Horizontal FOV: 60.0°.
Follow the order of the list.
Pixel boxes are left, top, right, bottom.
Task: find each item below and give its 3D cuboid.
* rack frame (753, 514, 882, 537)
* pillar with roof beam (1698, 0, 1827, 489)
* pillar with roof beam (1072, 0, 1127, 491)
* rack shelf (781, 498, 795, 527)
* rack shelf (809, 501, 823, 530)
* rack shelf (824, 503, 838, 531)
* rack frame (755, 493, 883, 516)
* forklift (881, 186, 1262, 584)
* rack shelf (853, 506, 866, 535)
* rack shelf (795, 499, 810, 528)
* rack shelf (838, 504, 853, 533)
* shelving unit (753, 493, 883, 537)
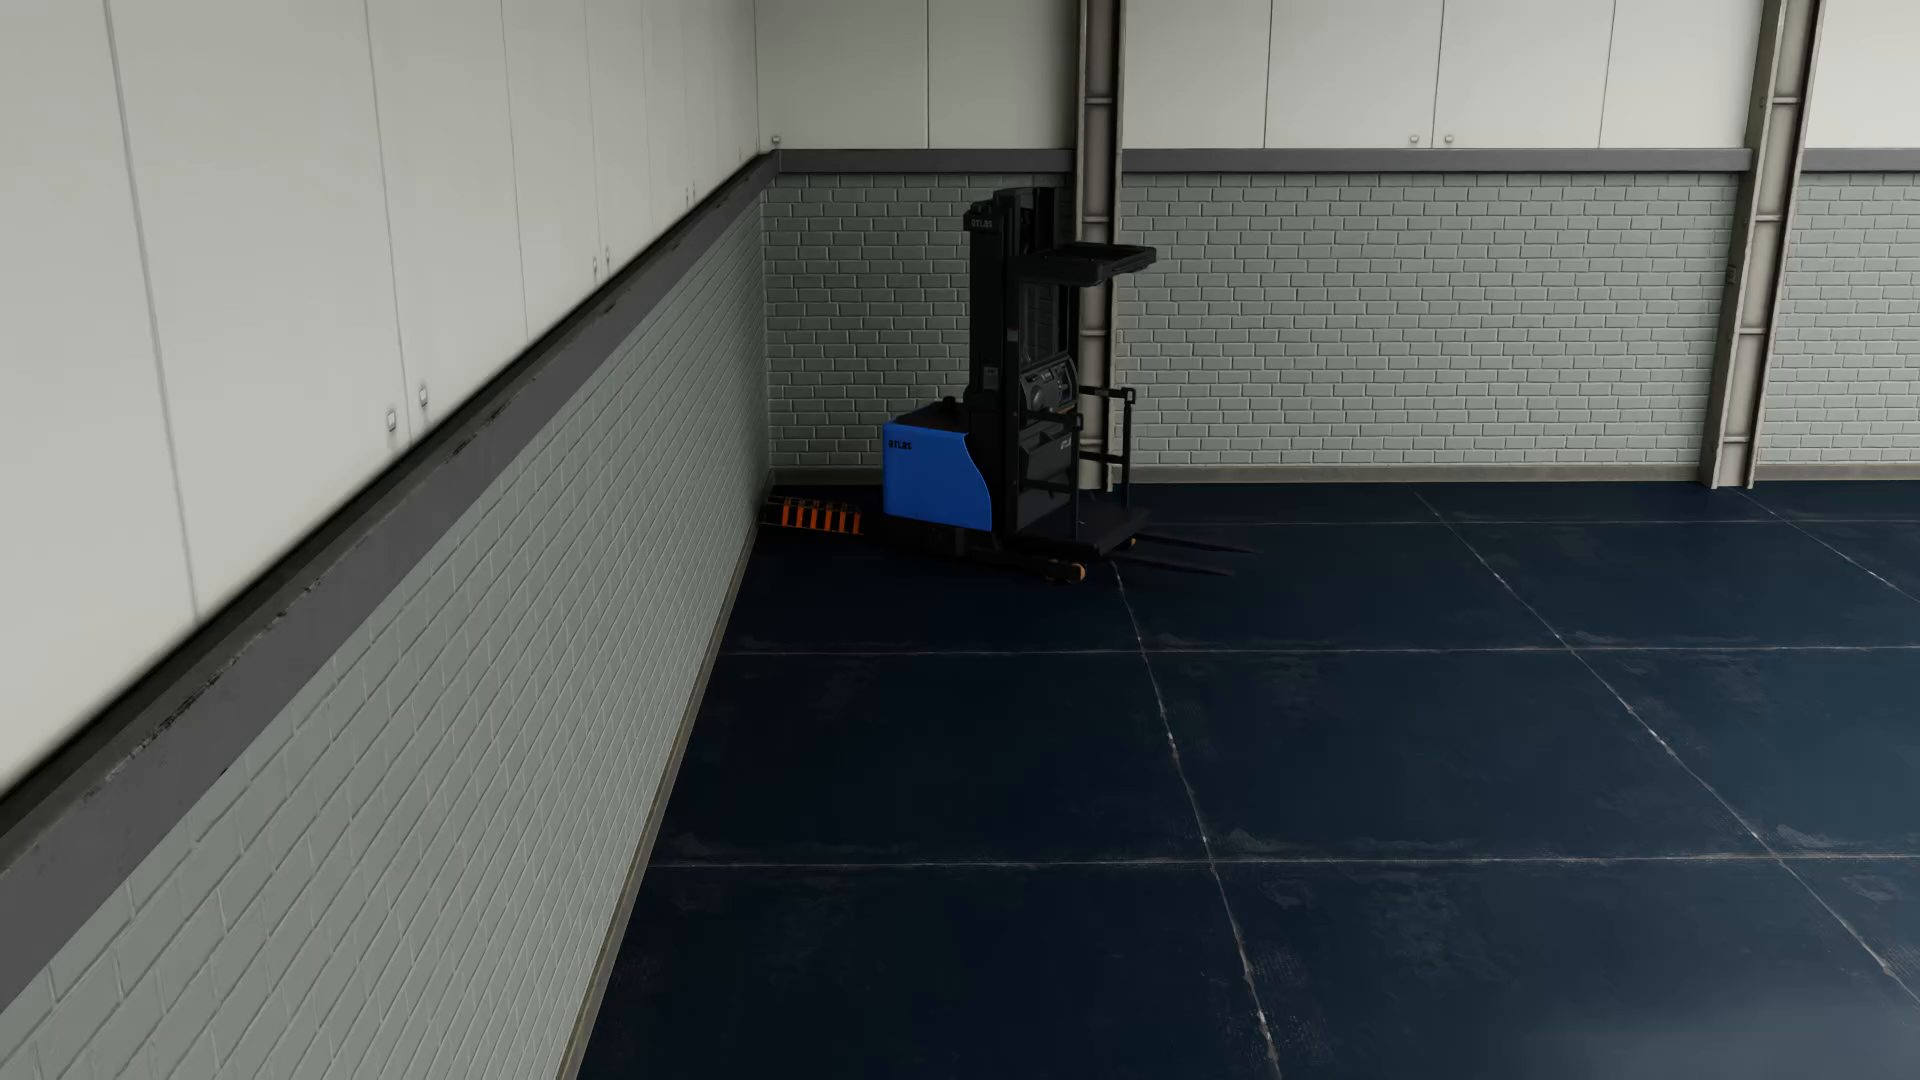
[{"bbox_3d":[-1.148,-0.119,14.142,1.200,0.006,0.240,6,17,-3],"label":"rack frame"},{"bbox_3d":[7.283,-3.497,10.217,0.400,9.000,9.100,0,18,-1],"label":"pillar with roof beam"},{"bbox_3d":[1.283,-3.468,10.127,0.400,9.000,9.100,0,18,-1],"label":"pillar with roof beam"},{"bbox_3d":[-1.449,-0.241,14.096,0.103,0.180,0.258,6,17,-3],"label":"rack shelf"},{"bbox_3d":[-1.211,-0.214,14.110,0.103,0.180,0.258,6,17,-3],"label":"rack shelf"},{"bbox_3d":[-1.092,-0.200,14.117,0.103,0.180,0.258,6,17,-3],"label":"rack shelf"},{"bbox_3d":[-1.125,-0.292,14.087,1.200,0.006,0.240,6,17,-3],"label":"rack frame"},{"bbox_3d":[0.888,-1.235,13.099,3.031,2.935,1.130,10,20,28],"label":"forklift"},{"bbox_3d":[-0.854,-0.173,14.132,0.103,0.180,0.258,6,17,-3],"label":"rack shelf"},{"bbox_3d":[-1.330,-0.227,14.103,0.103,0.180,0.258,6,17,-3],"label":"rack shelf"},{"bbox_3d":[-0.973,-0.187,14.125,0.103,0.180,0.258,6,17,-3],"label":"rack shelf"},{"bbox_3d":[-1.136,-0.205,14.115,1.200,0.189,0.258,6,17,-3],"label":"shelving unit"}]
